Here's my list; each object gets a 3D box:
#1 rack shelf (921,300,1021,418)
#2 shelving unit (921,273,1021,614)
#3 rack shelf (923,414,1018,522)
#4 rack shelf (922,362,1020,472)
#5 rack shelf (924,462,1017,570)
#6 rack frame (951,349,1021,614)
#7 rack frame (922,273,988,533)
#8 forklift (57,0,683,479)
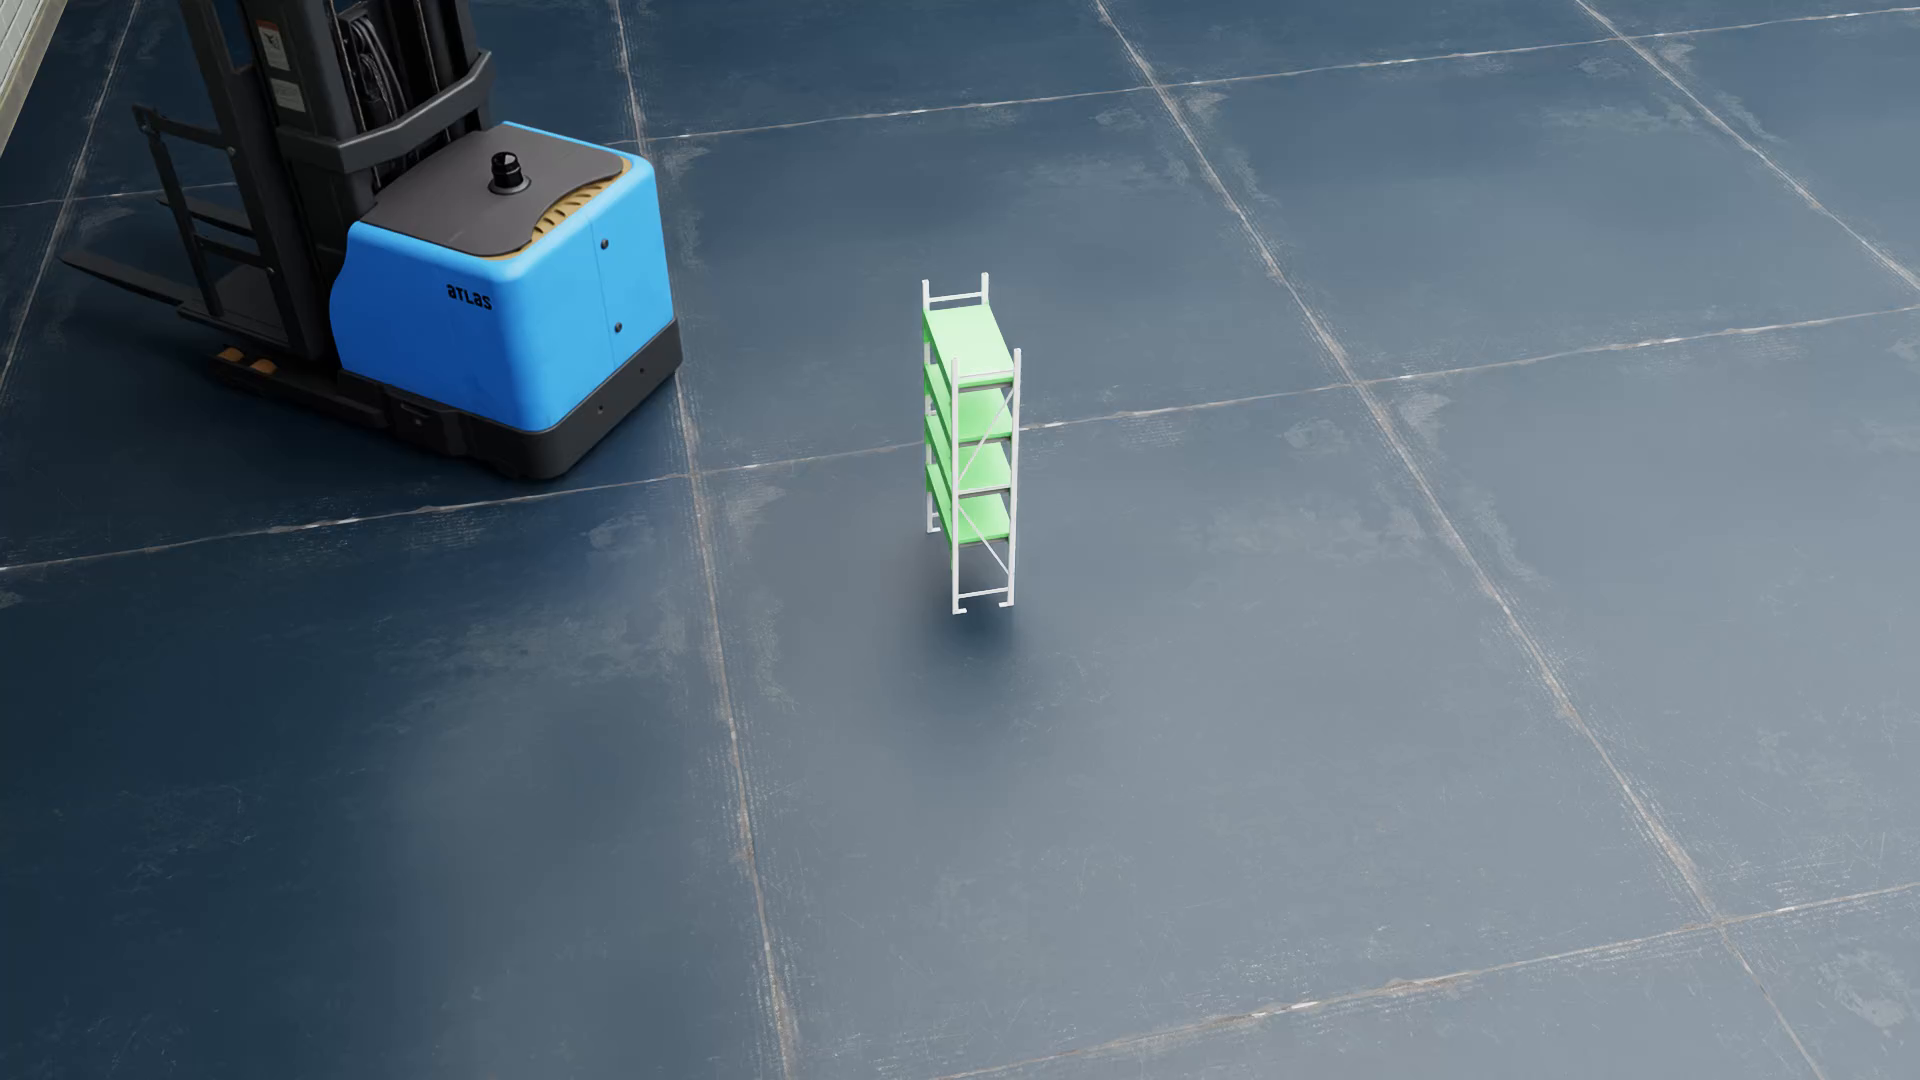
[{"bbox_3d":[0.036,-0.653,5.955,0.258,0.148,0.480,-8,42,-9],"label":"rack shelf"},{"bbox_3d":[0.036,-0.341,6.231,0.258,1.200,0.503,-8,42,-9],"label":"shelving unit"},{"bbox_3d":[0.036,-0.294,6.273,0.258,0.148,0.480,-8,42,-9],"label":"rack shelf"},{"bbox_3d":[0.036,-0.473,6.114,0.258,0.148,0.480,-8,42,-9],"label":"rack shelf"},{"bbox_3d":[0.036,-0.114,6.433,0.258,0.148,0.480,-8,42,-9],"label":"rack shelf"},{"bbox_3d":[0.088,-0.183,6.053,0.240,1.200,0.015,-8,42,-9],"label":"rack frame"},{"bbox_3d":[-0.017,-0.500,6.409,0.240,1.200,0.015,-8,42,-9],"label":"rack frame"},{"bbox_3d":[-2.813,-2.033,6.832,3.031,2.935,1.130,18,45,20],"label":"forklift"}]
